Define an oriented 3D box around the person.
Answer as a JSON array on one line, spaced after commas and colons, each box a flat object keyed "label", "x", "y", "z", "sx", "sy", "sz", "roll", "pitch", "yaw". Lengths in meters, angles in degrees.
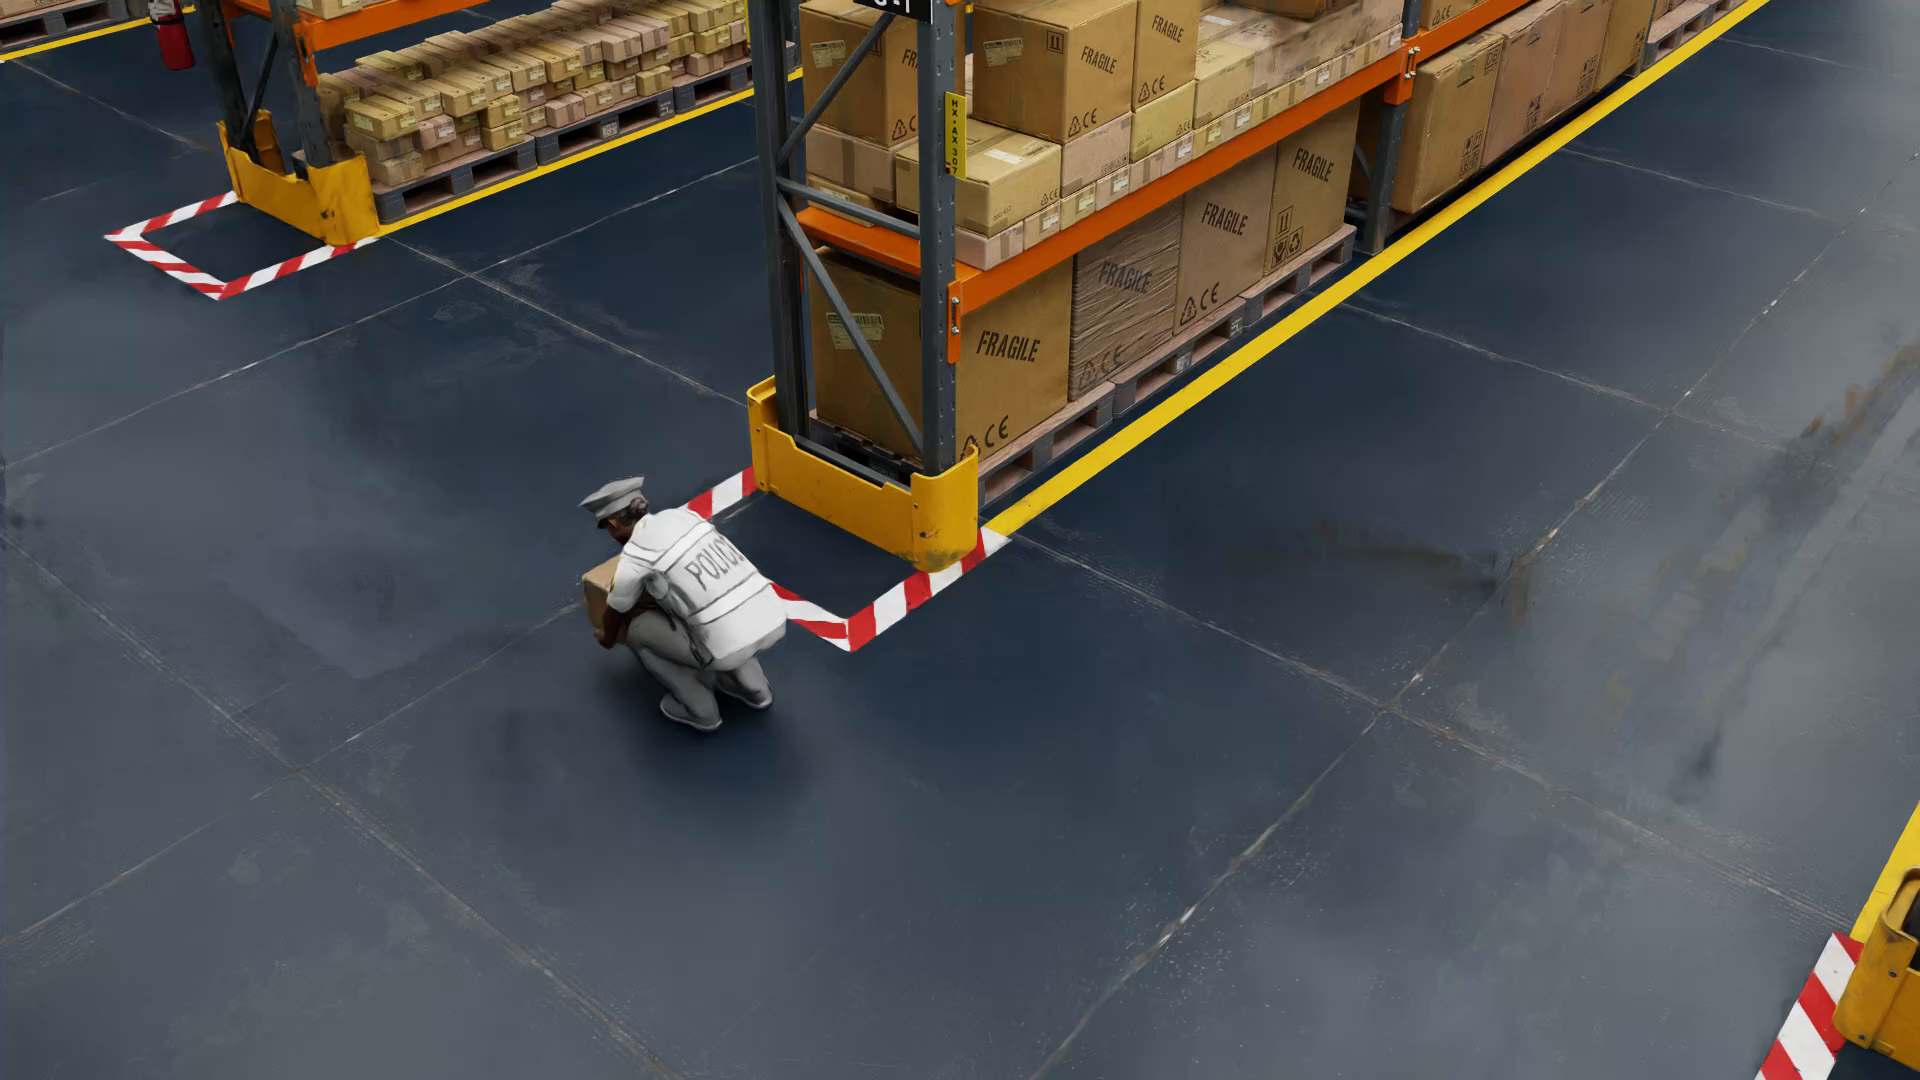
[{"label": "person", "x": -1.058, "y": 0.247, "z": 6.406, "sx": 0.835, "sy": 0.968, "sz": 0.484, "roll": 26, "pitch": 43, "yaw": 31}]
